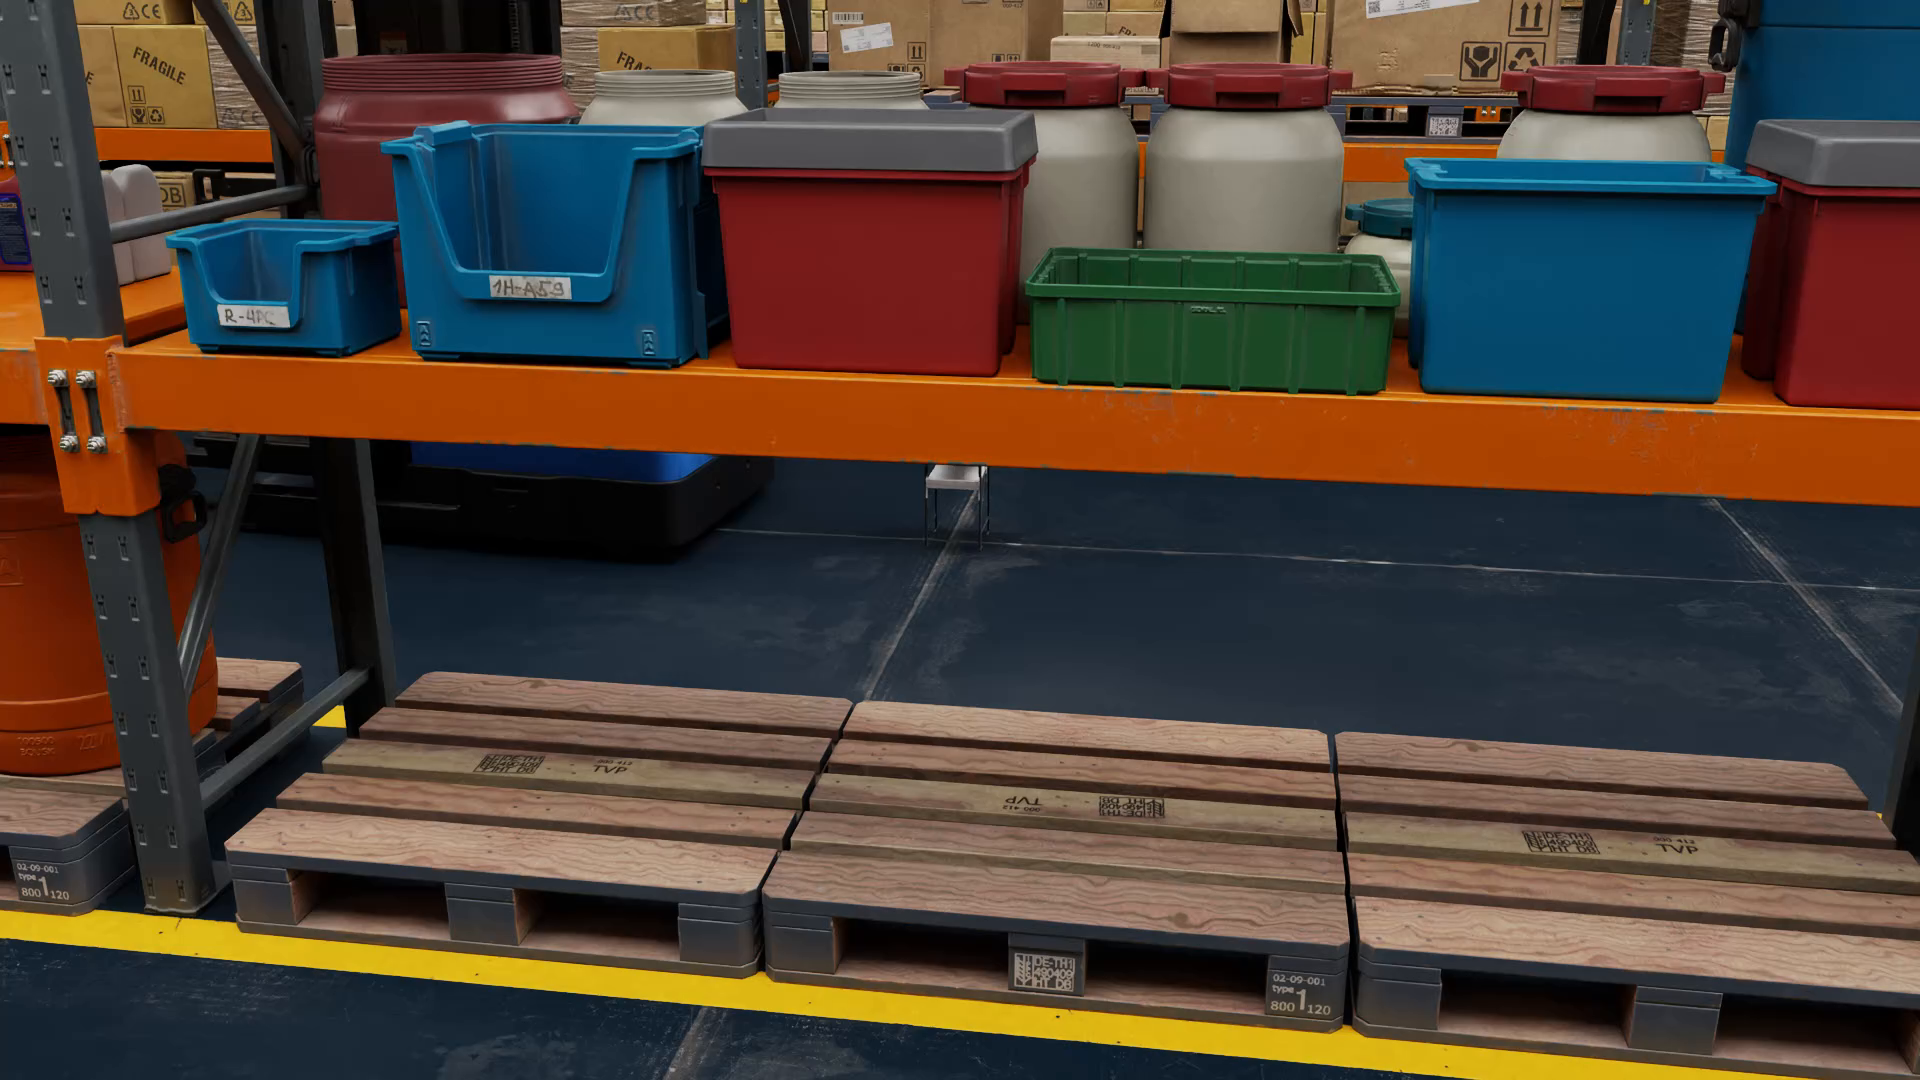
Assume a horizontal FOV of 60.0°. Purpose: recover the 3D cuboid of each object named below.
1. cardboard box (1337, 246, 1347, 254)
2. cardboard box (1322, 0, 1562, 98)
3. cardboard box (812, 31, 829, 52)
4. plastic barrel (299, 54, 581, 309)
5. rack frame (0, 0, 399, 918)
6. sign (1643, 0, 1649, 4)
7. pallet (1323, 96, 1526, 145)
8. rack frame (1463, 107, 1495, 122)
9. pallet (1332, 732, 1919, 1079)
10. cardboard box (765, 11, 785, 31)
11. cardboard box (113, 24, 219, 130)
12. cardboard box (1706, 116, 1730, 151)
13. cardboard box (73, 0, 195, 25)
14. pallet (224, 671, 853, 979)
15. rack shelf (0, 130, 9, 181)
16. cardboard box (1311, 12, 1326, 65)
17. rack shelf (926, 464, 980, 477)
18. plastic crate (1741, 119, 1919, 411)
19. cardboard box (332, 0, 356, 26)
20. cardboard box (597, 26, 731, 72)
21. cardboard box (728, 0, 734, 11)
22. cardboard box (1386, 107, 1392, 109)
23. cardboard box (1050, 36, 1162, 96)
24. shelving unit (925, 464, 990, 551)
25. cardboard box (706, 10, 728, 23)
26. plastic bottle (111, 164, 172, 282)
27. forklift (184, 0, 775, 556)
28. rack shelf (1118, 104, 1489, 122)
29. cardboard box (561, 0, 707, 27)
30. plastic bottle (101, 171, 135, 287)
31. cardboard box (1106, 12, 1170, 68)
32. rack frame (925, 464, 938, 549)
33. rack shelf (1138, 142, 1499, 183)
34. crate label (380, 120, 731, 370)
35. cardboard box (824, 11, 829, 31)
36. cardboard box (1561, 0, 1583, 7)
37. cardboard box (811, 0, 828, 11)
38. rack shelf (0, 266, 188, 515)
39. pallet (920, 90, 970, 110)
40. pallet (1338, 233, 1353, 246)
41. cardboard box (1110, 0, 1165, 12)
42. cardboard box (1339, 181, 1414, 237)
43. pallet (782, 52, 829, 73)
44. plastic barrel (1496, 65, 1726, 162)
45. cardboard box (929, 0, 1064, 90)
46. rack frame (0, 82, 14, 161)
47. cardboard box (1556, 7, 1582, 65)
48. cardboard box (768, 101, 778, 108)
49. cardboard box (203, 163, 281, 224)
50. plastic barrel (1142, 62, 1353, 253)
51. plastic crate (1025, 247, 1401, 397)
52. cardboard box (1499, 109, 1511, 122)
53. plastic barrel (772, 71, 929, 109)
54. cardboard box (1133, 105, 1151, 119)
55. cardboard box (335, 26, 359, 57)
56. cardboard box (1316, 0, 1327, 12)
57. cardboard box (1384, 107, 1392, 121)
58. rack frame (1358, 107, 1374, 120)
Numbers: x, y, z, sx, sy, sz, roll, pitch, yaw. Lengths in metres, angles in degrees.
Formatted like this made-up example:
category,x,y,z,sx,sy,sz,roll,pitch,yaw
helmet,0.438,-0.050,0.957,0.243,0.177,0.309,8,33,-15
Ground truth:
category,x,y,z,sx,sy,sz,roll,pitch,yaw
cardboard box,1.957,-1.170,8.318,0.500,0.500,0.700,3,19,8
cardboard box,2.266,-2.647,7.879,1.000,1.000,1.000,3,19,9
cardboard box,-1.094,-3.816,12.715,0.250,0.149,0.380,3,19,10
plastic barrel,-1.201,-0.865,3.946,0.708,0.536,0.600,3,19,9
rack frame,-1.707,-0.729,3.754,0.127,3.000,1.000,3,19,9
sign,2.944,-2.454,7.086,0.005,0.325,0.100,3,19,9
pallet,2.297,-2.072,8.071,1.213,0.211,1.003,3,19,9
rack frame,3.915,-3.628,12.419,0.127,3.000,1.000,3,19,9
pallet,1.461,0.768,3.676,1.213,0.211,1.003,3,19,9
cardboard box,-1.366,-3.971,12.708,0.250,0.149,0.380,3,19,9
cardboard box,-3.960,-2.403,8.599,0.500,0.500,0.500,3,19,9
cardboard box,3.437,-1.838,7.466,0.250,0.149,0.380,3,19,9
cardboard box,-4.239,-2.975,8.730,0.637,0.503,0.797,2,19,7
pallet,-0.948,0.645,4.043,1.213,0.211,1.003,3,19,9
rack shelf,-6.845,-2.241,9.408,4.000,0.370,1.077,3,19,9
cardboard box,2.858,-3.643,12.307,0.500,0.500,0.500,3,19,8
rack shelf,-0.008,-0.310,6.201,0.200,0.077,0.258,3,19,9
plastic crate,1.716,-0.486,2.928,0.583,0.464,0.402,3,19,9
cardboard box,-2.947,-2.911,8.537,0.637,0.503,0.797,4,19,10
cardboard box,-1.448,-2.275,8.218,0.500,0.500,0.500,4,19,10
cardboard box,-1.599,-4.125,12.701,0.250,0.149,0.380,3,19,9
cardboard box,5.812,-5.750,21.645,0.500,0.250,0.500,3,19,8
cardboard box,0.697,-2.252,7.881,0.500,0.250,0.500,2,19,7
shelving unit,-0.008,-0.427,6.162,0.210,0.900,0.258,3,19,9
cardboard box,-1.869,-3.997,12.786,0.250,0.149,0.380,3,19,10
plastic bottle,-2.083,-0.793,4.141,0.135,0.276,0.152,3,19,9
forklift,-2.338,-1.569,6.374,3.031,2.935,1.130,5,19,14
rack shelf,1.940,-3.387,12.834,4.000,0.370,1.077,3,19,9
cardboard box,-1.641,-2.845,8.342,0.637,0.503,0.797,4,19,11
plastic bottle,-2.107,-0.745,3.999,0.135,0.276,0.152,3,19,9
cardboard box,1.366,-3.719,12.534,0.500,0.500,0.500,3,19,9
rack frame,-0.108,-0.432,6.177,0.006,0.900,0.240,3,19,9
rack shelf,1.053,-1.839,8.205,4.000,0.370,1.077,3,19,9
crate label,-0.769,-0.611,3.346,0.616,0.435,0.502,3,19,9
cardboard box,-0.859,-3.945,12.633,0.250,0.149,0.380,4,19,11
cardboard box,4.273,-4.182,12.136,0.550,0.550,0.875,3,19,9
cardboard box,-1.098,-4.099,12.623,0.250,0.149,0.380,4,19,10
rack shelf,-3.682,-0.488,4.169,4.000,0.370,1.077,3,19,9
pallet,-0.201,-2.187,8.414,1.003,0.211,1.213,3,19,9
pallet,3.141,-2.321,12.907,1.213,0.211,1.003,3,19,9
cardboard box,1.413,-4.275,12.619,0.500,0.500,0.700,3,19,8
cardboard box,3.287,-2.763,12.718,0.750,0.750,1.050,3,19,8
pallet,-0.755,-3.741,13.058,1.003,0.211,1.213,3,19,9
plastic barrel,1.333,-0.709,3.480,0.433,0.535,0.433,0,18,0
cardboard box,0.185,-2.516,8.275,0.500,0.500,0.700,6,19,17
rack frame,-4.871,-2.482,8.993,0.127,3.000,1.000,3,19,9
cardboard box,4.281,-3.684,12.351,0.550,0.550,0.875,3,19,9
cardboard box,-1.781,-4.729,18.396,0.875,0.875,0.875,3,19,10
cardboard box,-3.353,-1.603,9.052,0.875,0.875,1.225,2,19,7
plastic barrel,0.608,-0.746,3.590,0.433,0.535,0.433,0,18,0
plastic crate,0.478,-0.426,3.183,0.662,0.188,0.450,3,19,9
cardboard box,4.525,-2.766,12.529,0.875,0.875,0.875,3,19,9
plastic barrel,-0.241,-0.776,3.718,0.421,0.512,0.421,0,18,0
cardboard box,2.694,-5.947,22.431,0.625,0.625,0.875,4,19,10
cardboard box,-2.955,-2.353,8.451,0.500,0.500,0.500,3,19,10
cardboard box,2.915,-4.198,12.389,0.500,0.500,0.700,3,19,8
cardboard box,5.809,-5.506,21.704,0.500,0.250,0.500,3,19,9
rack frame,5.384,-6.739,21.717,0.127,3.000,1.000,3,19,9
